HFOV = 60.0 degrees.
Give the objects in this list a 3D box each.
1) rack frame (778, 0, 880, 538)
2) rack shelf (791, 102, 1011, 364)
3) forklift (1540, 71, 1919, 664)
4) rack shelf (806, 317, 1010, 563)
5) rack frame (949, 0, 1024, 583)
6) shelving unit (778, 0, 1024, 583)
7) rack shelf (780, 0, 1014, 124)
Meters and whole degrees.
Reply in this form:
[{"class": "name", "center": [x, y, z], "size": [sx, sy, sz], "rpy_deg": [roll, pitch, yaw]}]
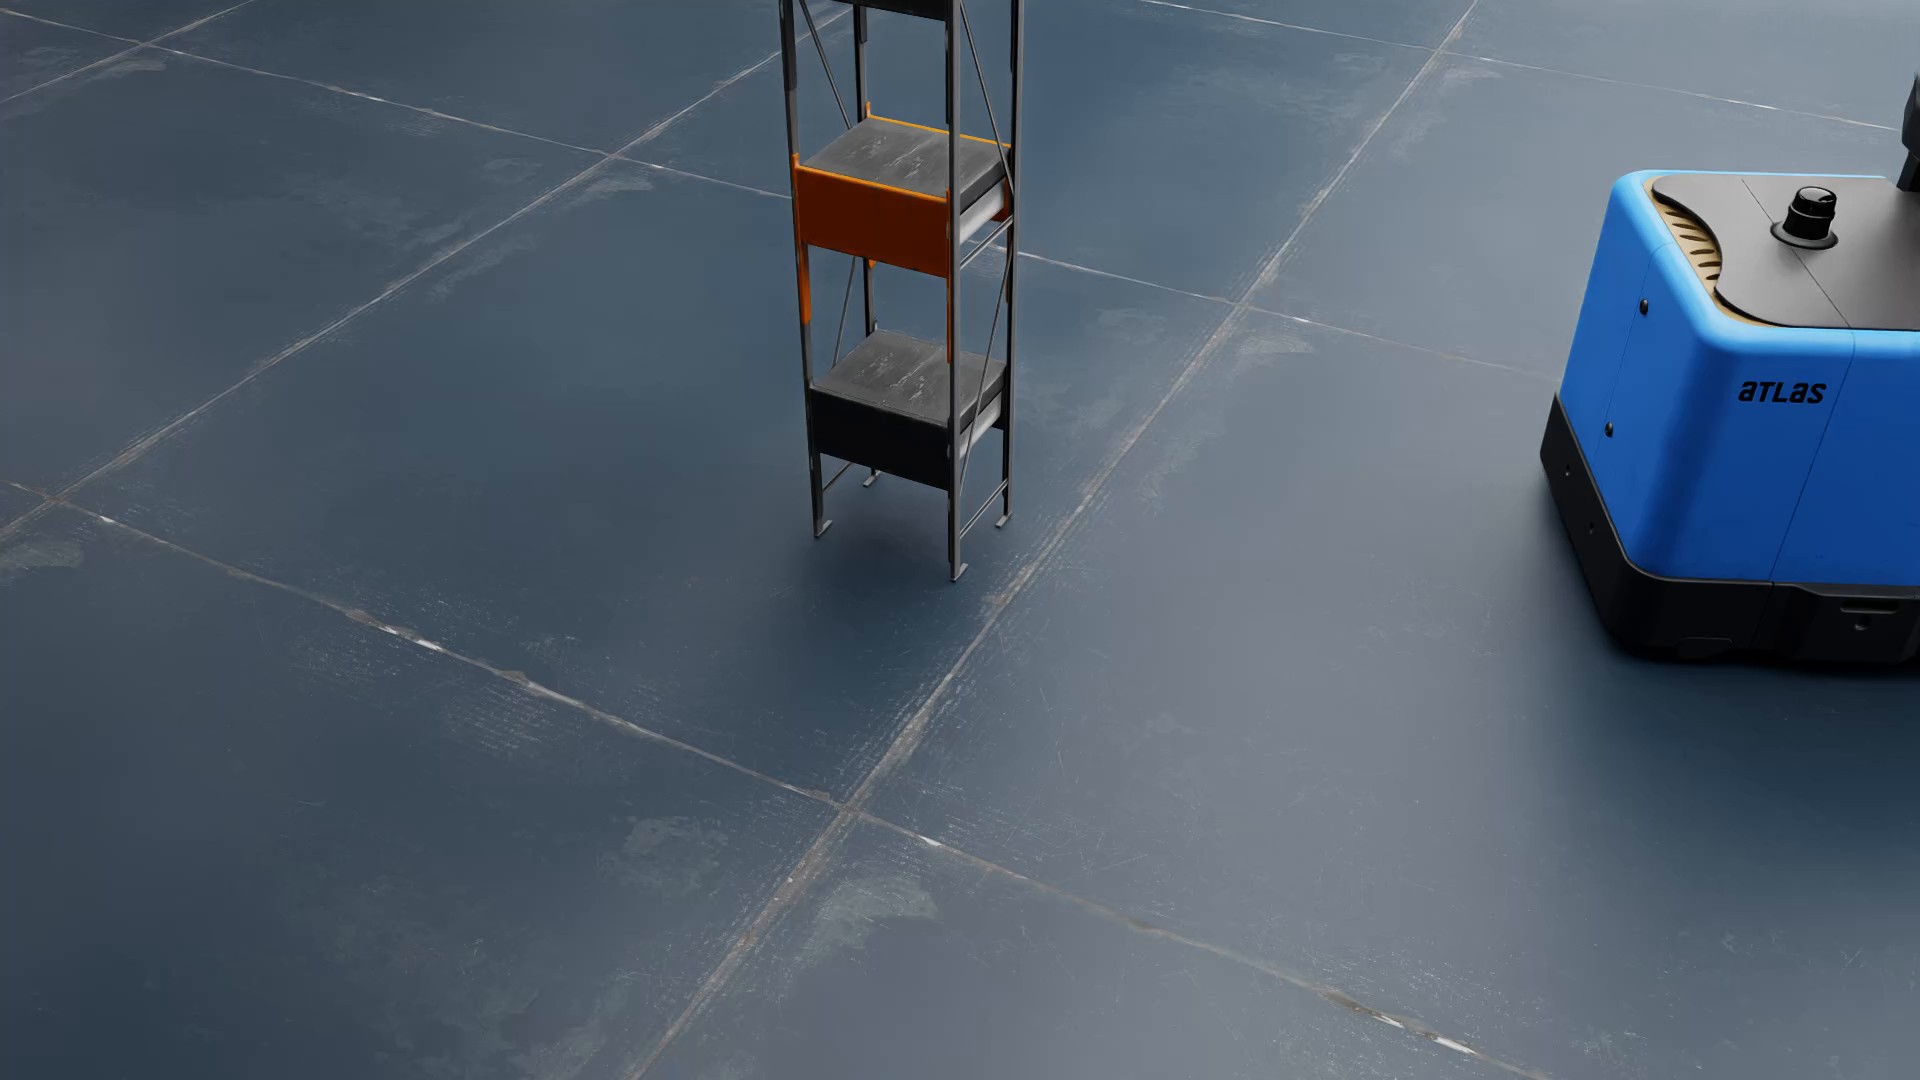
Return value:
[{"class": "rack frame", "center": [-0.364, -0.950, 4.765], "size": [0.015, 2.100, 0.400], "rpy_deg": [17, 41, 21]}, {"class": "rack shelf", "center": [-0.147, -0.872, 4.684], "size": [0.480, 0.518, 0.431], "rpy_deg": [17, 41, 21]}, {"class": "forklift", "center": [3.402, -1.073, 4.240], "size": [3.031, 2.935, 1.130], "rpy_deg": [2, 37, 3]}, {"class": "rack shelf", "center": [-0.147, -0.314, 5.107], "size": [0.480, 0.518, 0.431], "rpy_deg": [17, 41, 21]}, {"class": "rack frame", "center": [0.070, -0.815, 4.586], "size": [0.015, 2.100, 0.400], "rpy_deg": [17, 41, 21]}, {"class": "shelving unit", "center": [-0.147, -0.882, 4.676], "size": [0.503, 2.100, 0.431], "rpy_deg": [17, 41, 21]}, {"class": "rack shelf", "center": [-0.147, -1.429, 4.261], "size": [0.480, 0.518, 0.431], "rpy_deg": [17, 41, 21]}]
